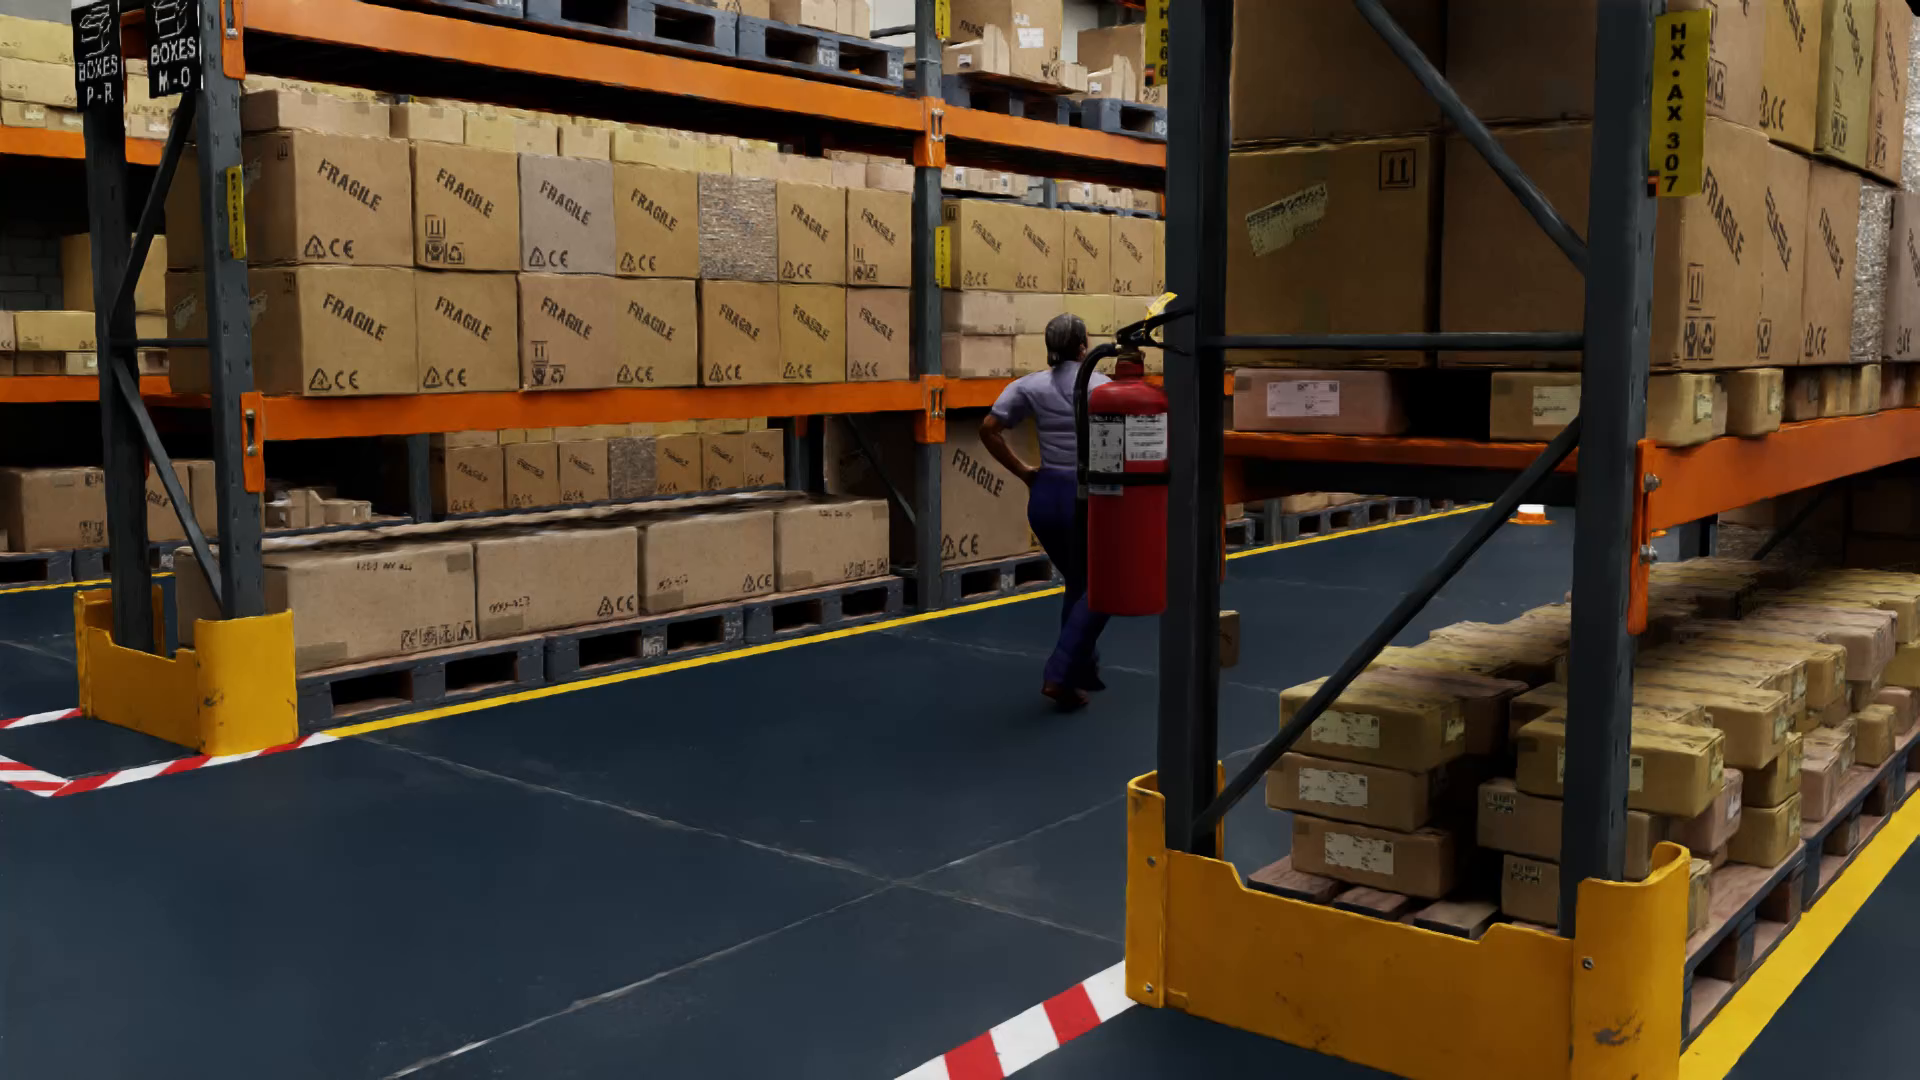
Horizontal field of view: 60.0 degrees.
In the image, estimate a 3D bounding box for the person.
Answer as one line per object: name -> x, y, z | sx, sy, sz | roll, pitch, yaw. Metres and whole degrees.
person -> 0.508, -0.106, 6.908 | 0.581, 1.639, 0.709 | 6, 9, 40
